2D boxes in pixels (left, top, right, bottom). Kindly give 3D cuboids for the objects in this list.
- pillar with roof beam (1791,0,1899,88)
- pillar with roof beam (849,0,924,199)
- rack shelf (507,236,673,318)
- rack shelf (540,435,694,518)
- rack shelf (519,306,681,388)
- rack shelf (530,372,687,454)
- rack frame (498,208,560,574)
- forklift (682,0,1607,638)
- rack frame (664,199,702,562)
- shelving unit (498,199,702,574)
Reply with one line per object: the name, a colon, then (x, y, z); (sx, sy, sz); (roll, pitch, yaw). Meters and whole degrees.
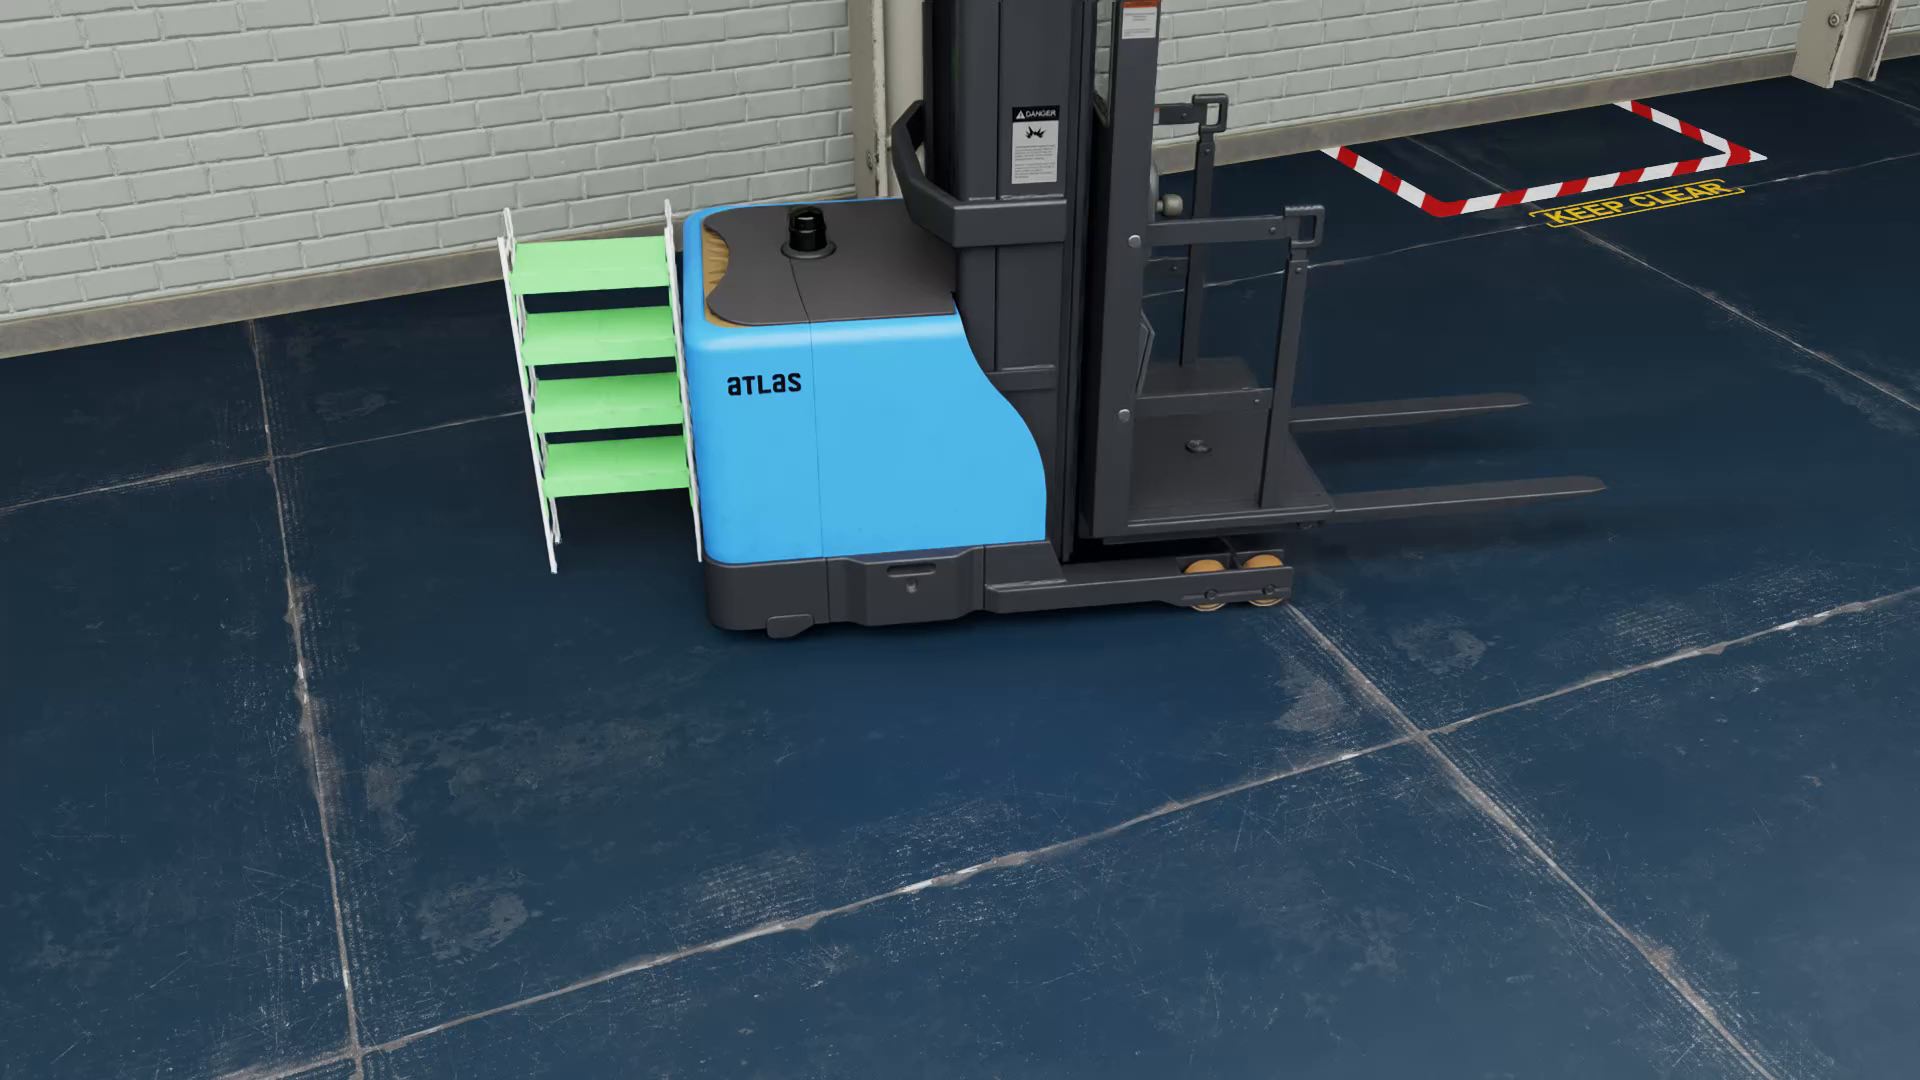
pillar with roof beam: (6.932, -4.408, 4.273); (0.400, 9.000, 9.100); (-13, 35, -19)
pillar with roof beam: (1.400, -3.141, 2.326); (0.400, 9.000, 9.100); (-13, 35, -19)
rack shelf: (-1.137, -0.824, 5.153); (0.480, 0.148, 0.258); (-5, 33, -7)
rack shelf: (-1.137, -0.220, 5.545); (0.480, 0.148, 0.258); (-5, 33, -7)
rack shelf: (-1.137, -0.622, 5.284); (0.480, 0.148, 0.258); (-5, 33, -7)
rack shelf: (-1.137, -0.421, 5.414); (0.480, 0.148, 0.258); (-5, 33, -7)
rack frame: (-1.379, -0.456, 5.350); (0.015, 1.200, 0.240); (-5, 33, -7)
forklift: (0.641, -1.279, 5.028); (3.031, 2.935, 1.130); (-5, 33, -7)
rack frame: (-0.896, -0.494, 5.409); (0.015, 1.200, 0.240); (-5, 33, -7)
shelving unit: (-1.137, -0.475, 5.380); (0.503, 1.200, 0.258); (-5, 33, -7)
